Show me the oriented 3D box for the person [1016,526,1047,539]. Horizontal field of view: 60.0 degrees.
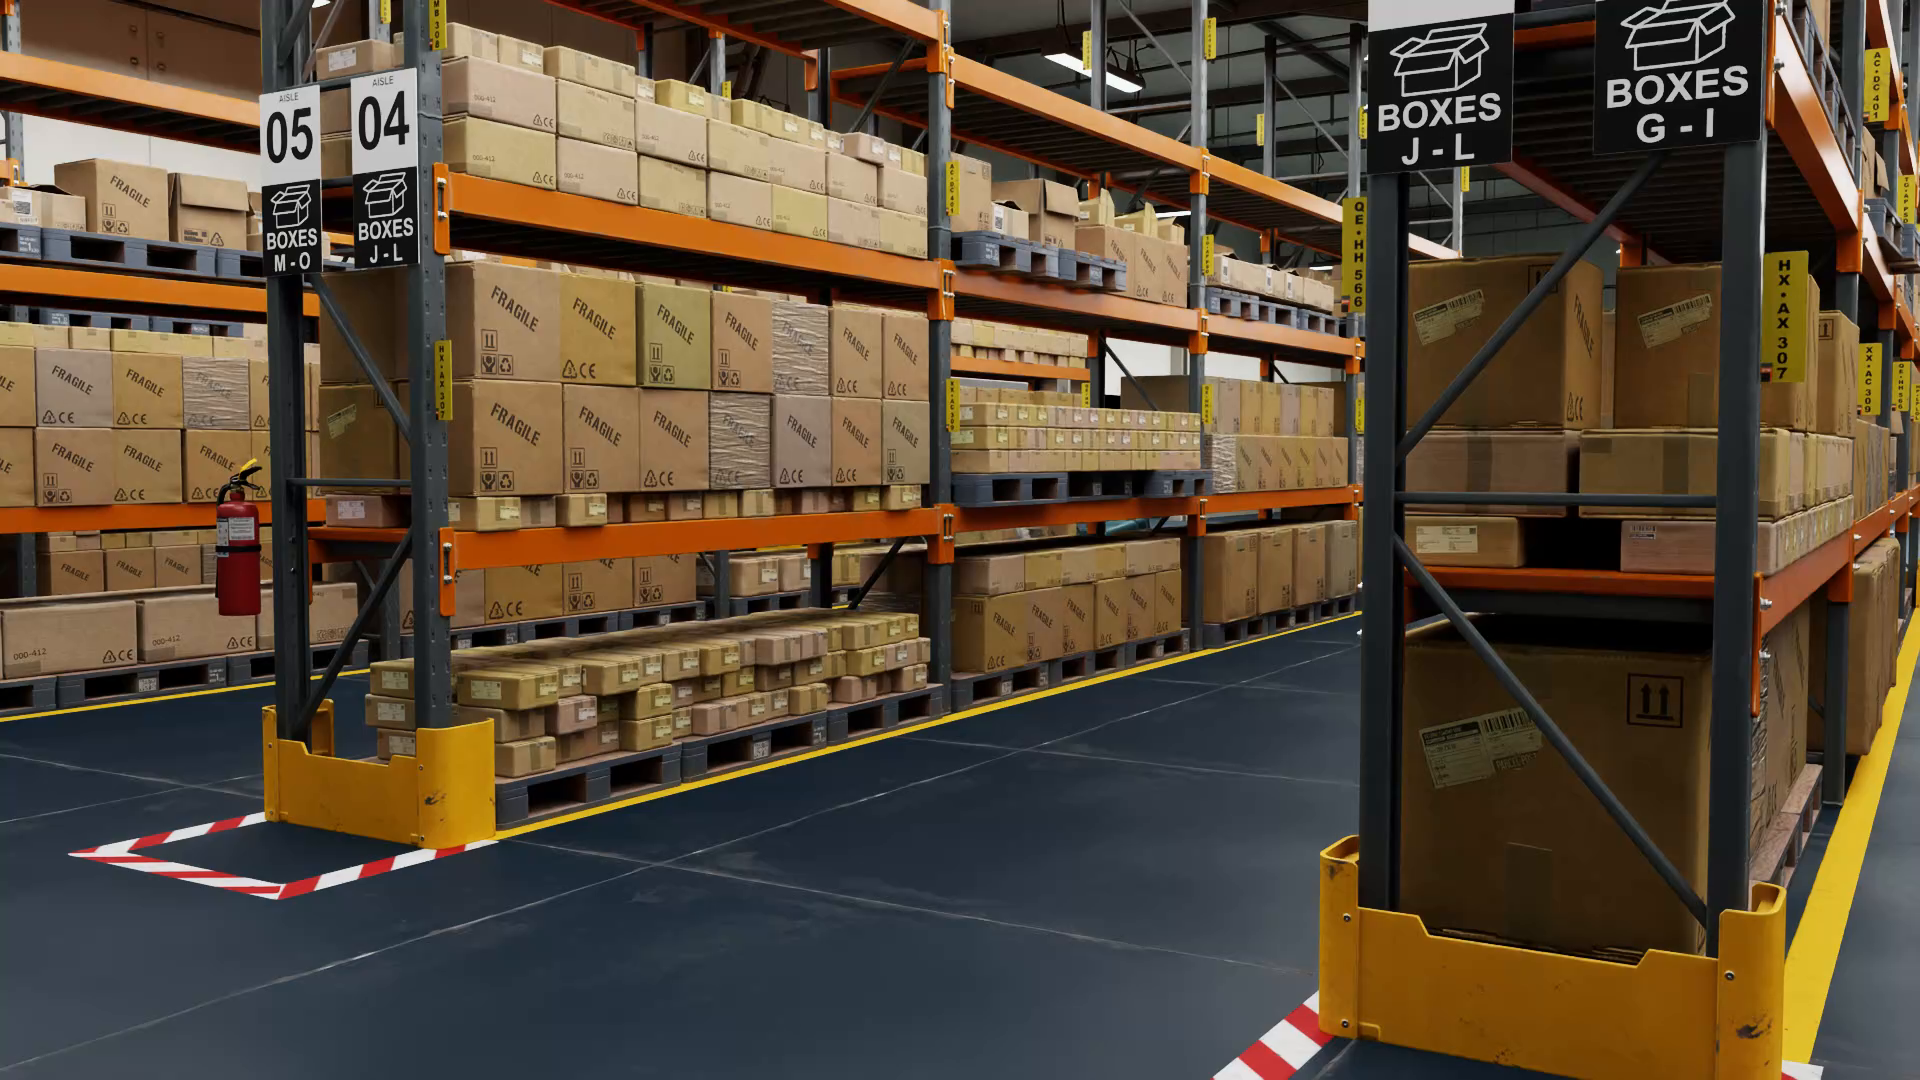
[{"bbox_3d":[0.760,-0.036,16.662,0.402,1.739,0.509,1,3,14],"label":"person"}]
